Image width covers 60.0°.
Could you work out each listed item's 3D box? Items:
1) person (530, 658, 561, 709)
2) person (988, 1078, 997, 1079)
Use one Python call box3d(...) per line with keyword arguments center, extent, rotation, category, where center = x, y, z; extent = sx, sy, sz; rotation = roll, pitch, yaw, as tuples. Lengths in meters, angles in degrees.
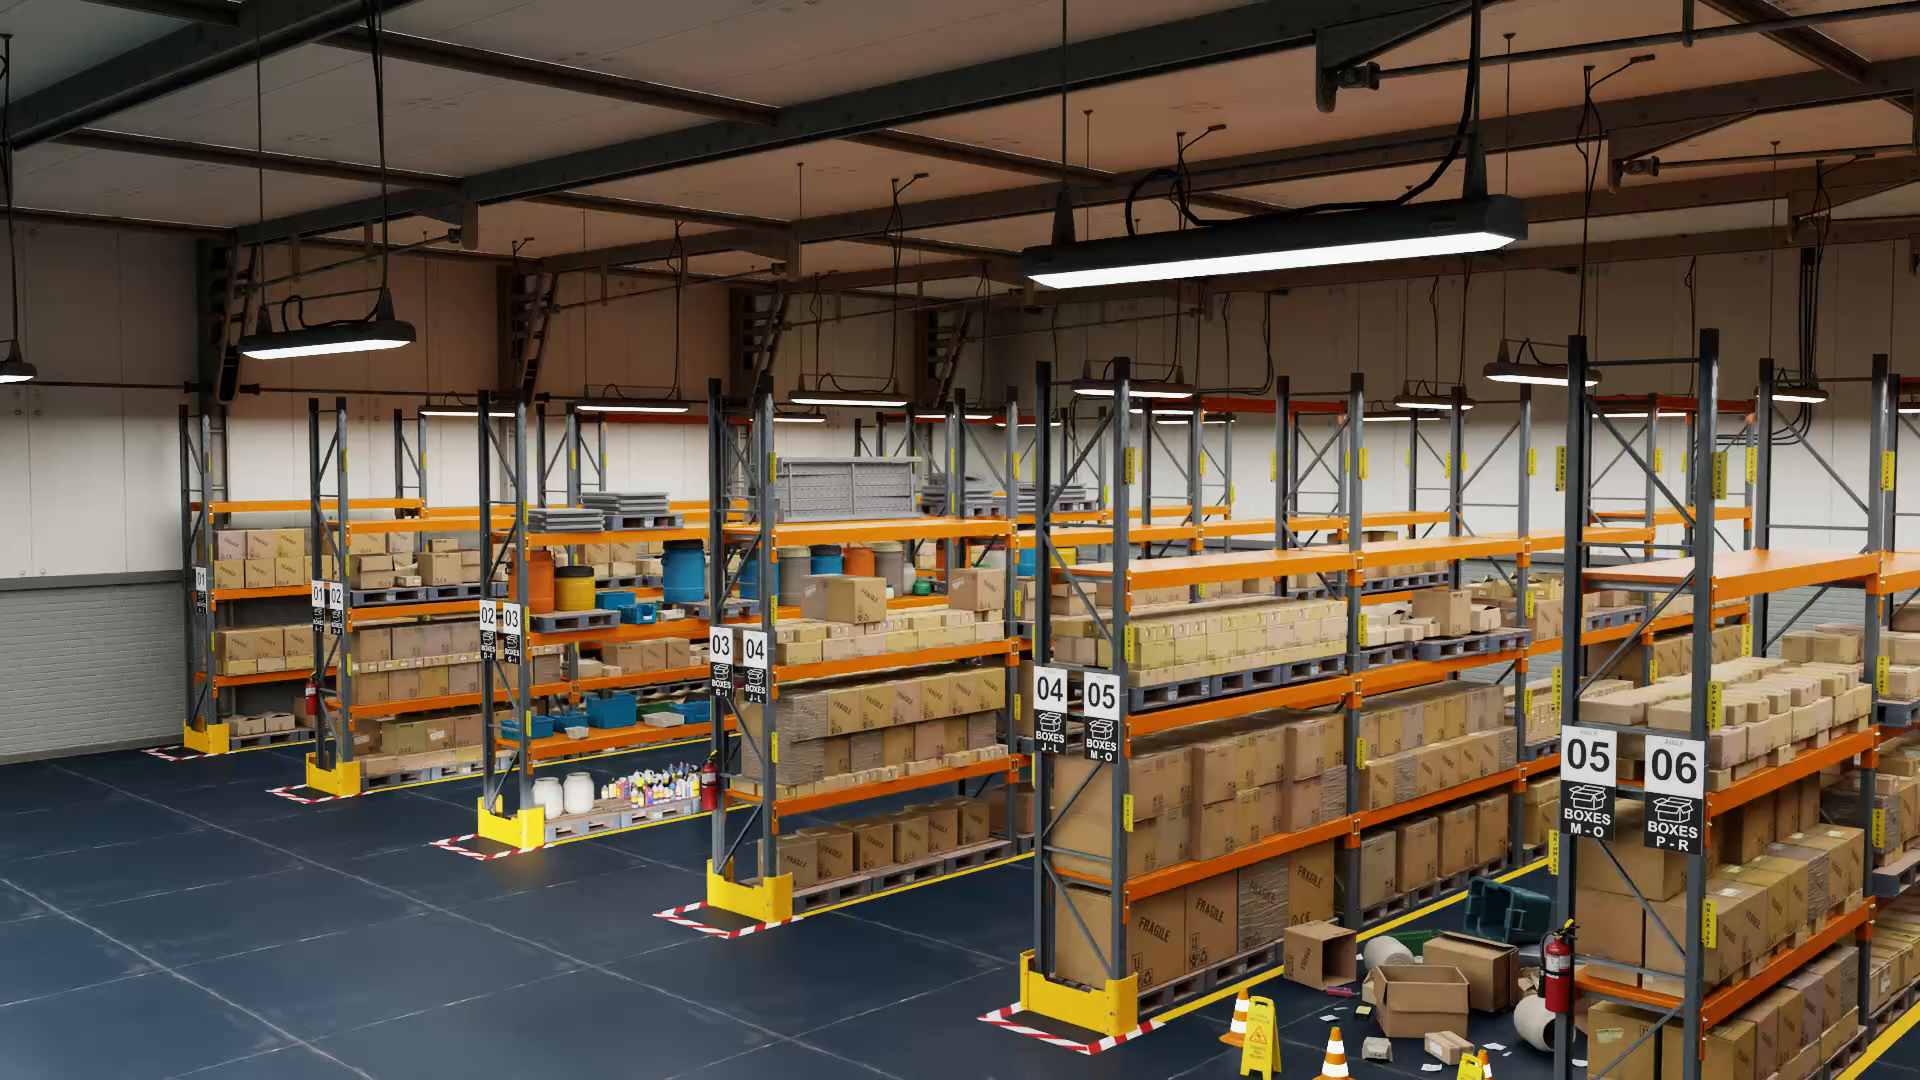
box3d(center=(-7.538, 2.683, 30.350), extent=(0.670, 1.850, 0.839), rotation=(2, 3, 31), category="person")
box3d(center=(0.172, 3.809, 9.077), extent=(0.715, 1.745, 0.900), rotation=(0, 3, 2), category="person")
